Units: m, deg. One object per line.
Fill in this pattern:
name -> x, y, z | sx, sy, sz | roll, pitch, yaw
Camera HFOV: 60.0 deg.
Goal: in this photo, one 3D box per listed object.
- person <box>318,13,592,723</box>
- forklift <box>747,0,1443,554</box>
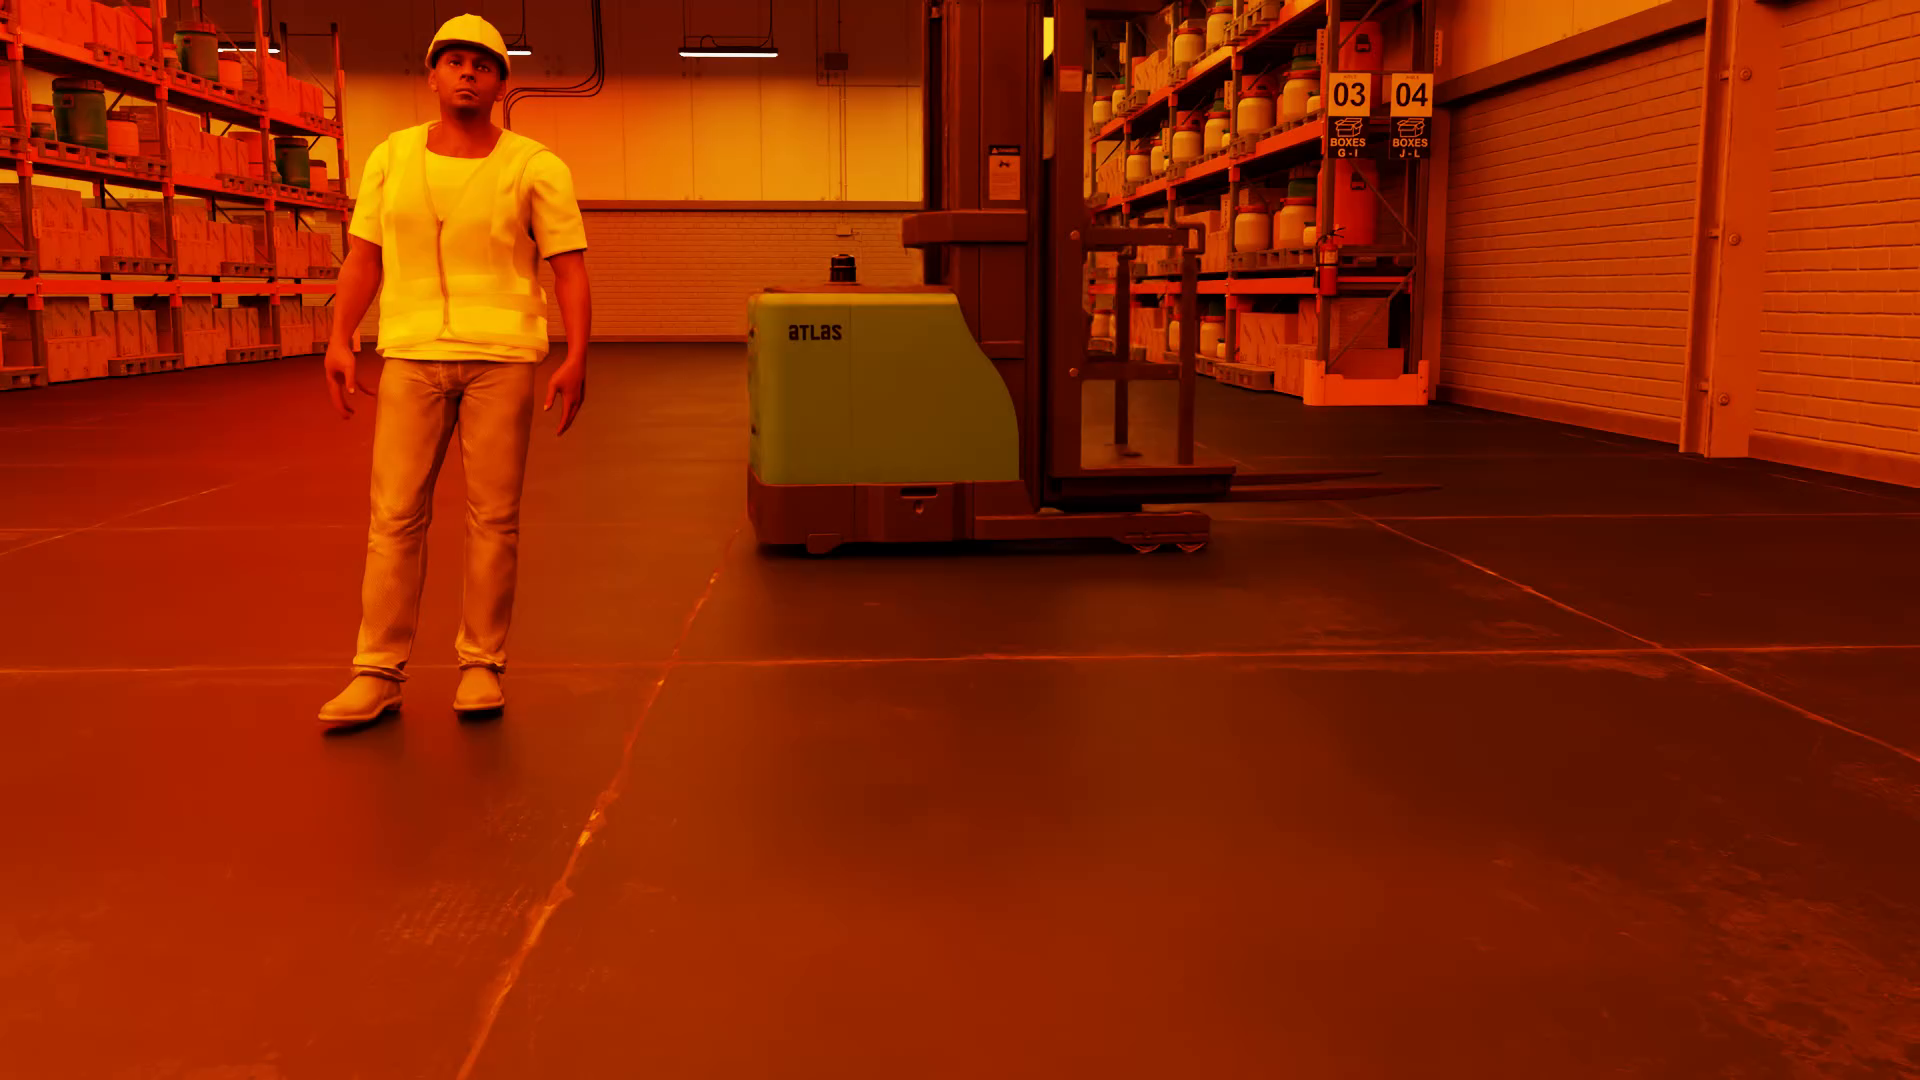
person -> -1.288, -0.443, 4.231 | 0.665, 1.769, 0.574 | 0, 8, -3
forklift -> 0.597, -1.473, 7.254 | 3.031, 2.935, 1.130 | -2, 9, -10
